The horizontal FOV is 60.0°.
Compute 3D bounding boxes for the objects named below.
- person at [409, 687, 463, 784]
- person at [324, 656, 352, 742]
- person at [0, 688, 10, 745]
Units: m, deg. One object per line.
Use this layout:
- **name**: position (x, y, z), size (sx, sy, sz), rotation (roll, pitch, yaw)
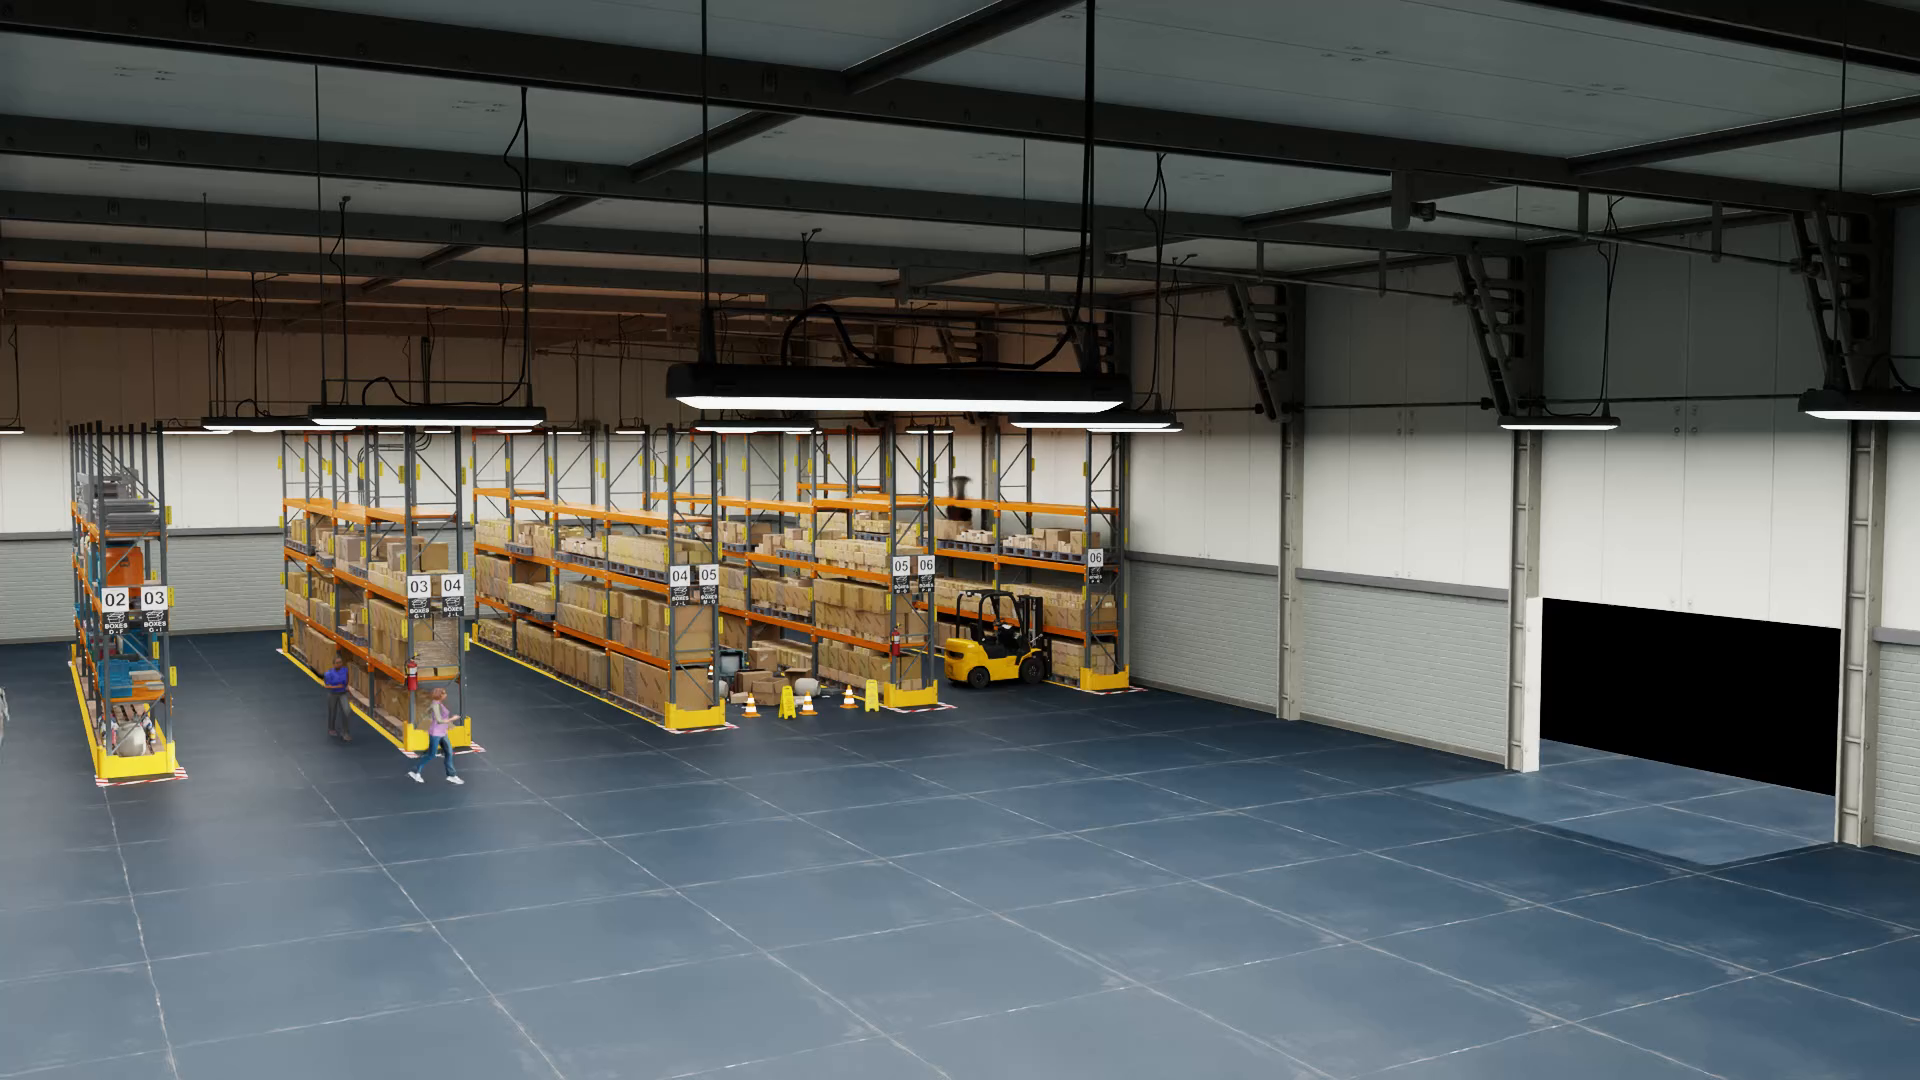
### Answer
- **person**: position (-8.594, 3.212, 27.257), size (0.861, 1.609, 0.511), rotation (0, 4, -2)
- **person**: position (-11.728, 2.969, 31.323), size (0.500, 1.610, 0.949), rotation (-2, 4, -31)
- **person**: position (-16.930, 3.125, 29.007), size (0.640, 1.639, 0.613), rotation (3, 4, 36)
